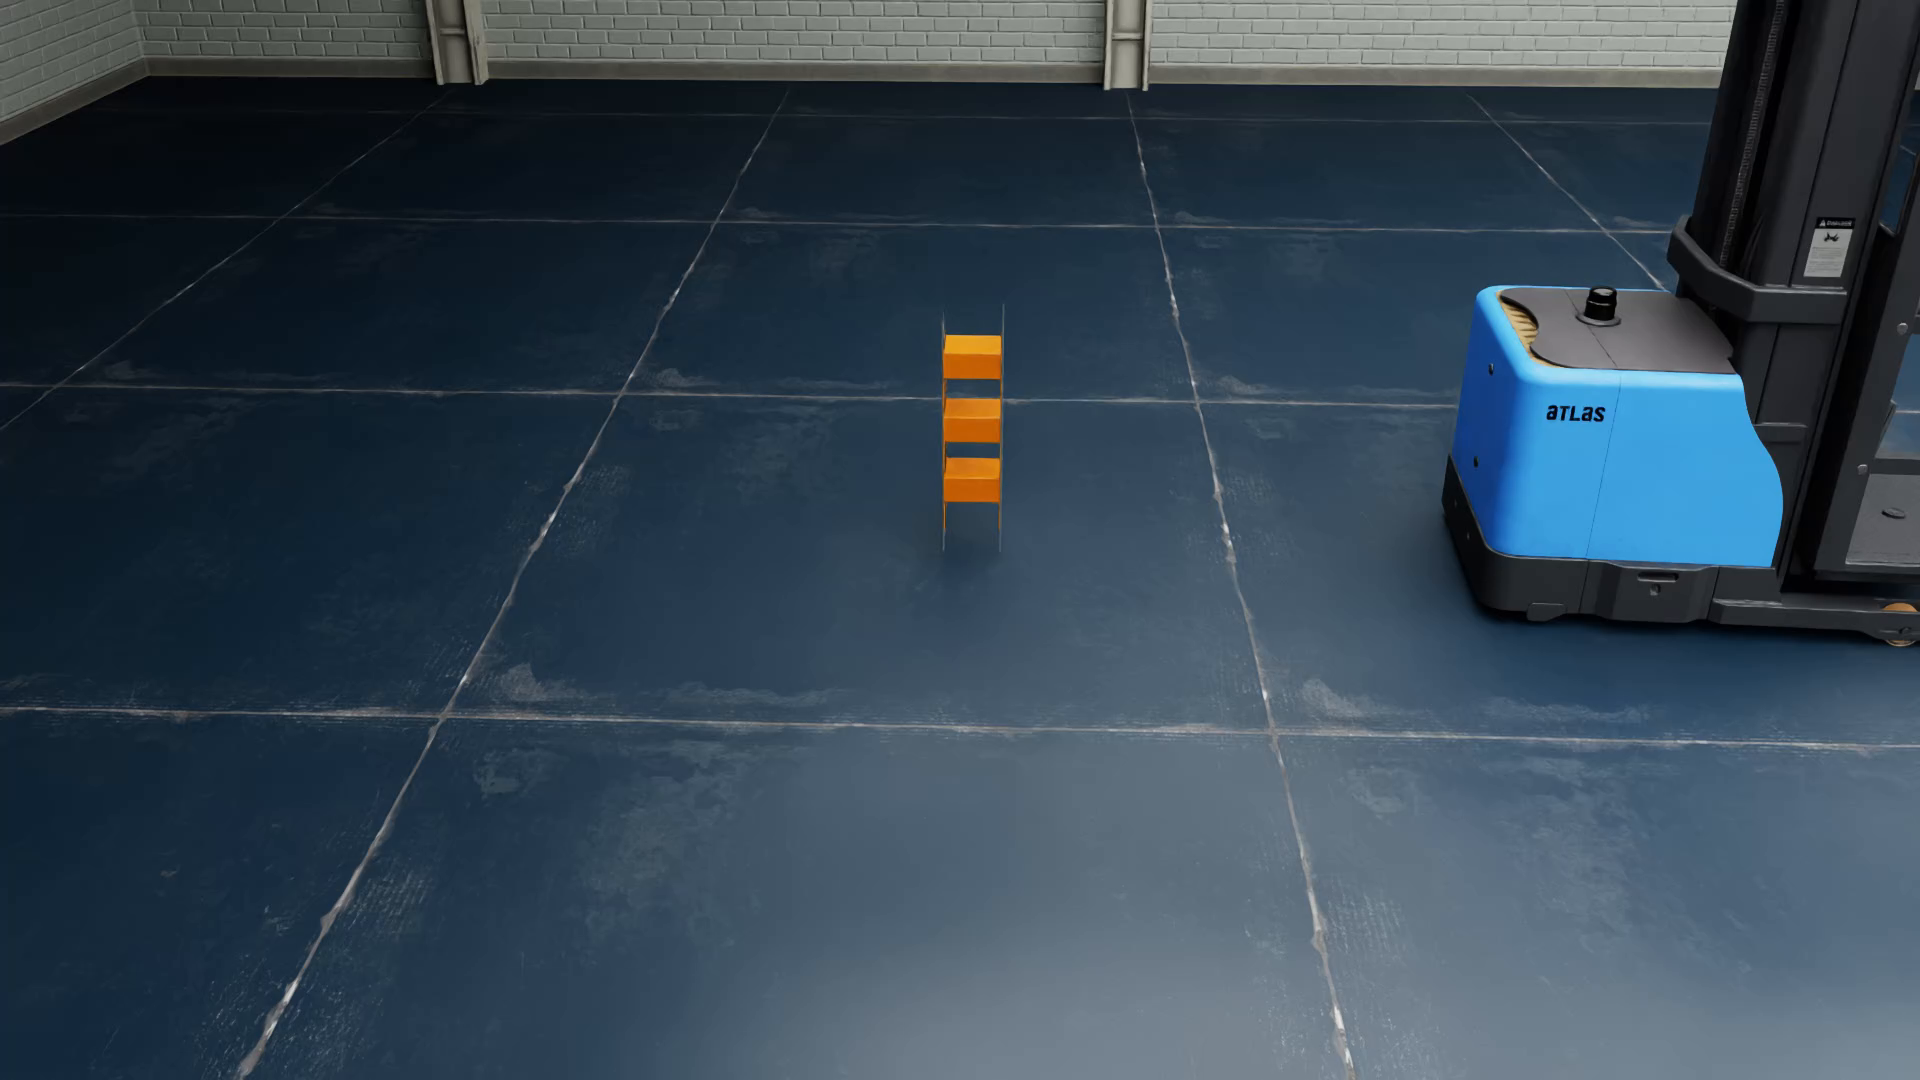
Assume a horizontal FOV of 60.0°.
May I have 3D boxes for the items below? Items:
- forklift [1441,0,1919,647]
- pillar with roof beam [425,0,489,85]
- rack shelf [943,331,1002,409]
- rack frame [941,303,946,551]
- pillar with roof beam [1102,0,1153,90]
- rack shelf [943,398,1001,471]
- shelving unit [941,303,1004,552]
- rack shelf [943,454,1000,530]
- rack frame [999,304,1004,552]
[{"bbox_3d":[3.614,-1.134,6.260,3.031,2.935,1.130,3,28,5],"label":"forklift"},{"bbox_3d":[-4.667,-6.135,9.216,0.400,9.000,9.100,1,28,2],"label":"pillar with roof beam"},{"bbox_3d":[0.053,-0.704,6.874,0.240,0.259,0.215,1,28,2],"label":"rack shelf"},{"bbox_3d":[-0.068,-0.465,7.006,0.008,1.050,0.200,1,28,2],"label":"rack frame"},{"bbox_3d":[1.329,-6.036,9.029,0.400,9.000,9.100,1,28,2],"label":"pillar with roof beam"},{"bbox_3d":[0.053,-0.454,7.007,0.240,0.259,0.215,1,28,2],"label":"rack shelf"},{"bbox_3d":[0.053,-0.463,7.002,0.252,1.050,0.215,1,28,2],"label":"shelving unit"},{"bbox_3d":[0.053,-0.208,7.138,0.240,0.259,0.215,1,28,2],"label":"rack shelf"},{"bbox_3d":[0.175,-0.461,6.999,0.008,1.050,0.200,1,28,2],"label":"rack frame"}]
